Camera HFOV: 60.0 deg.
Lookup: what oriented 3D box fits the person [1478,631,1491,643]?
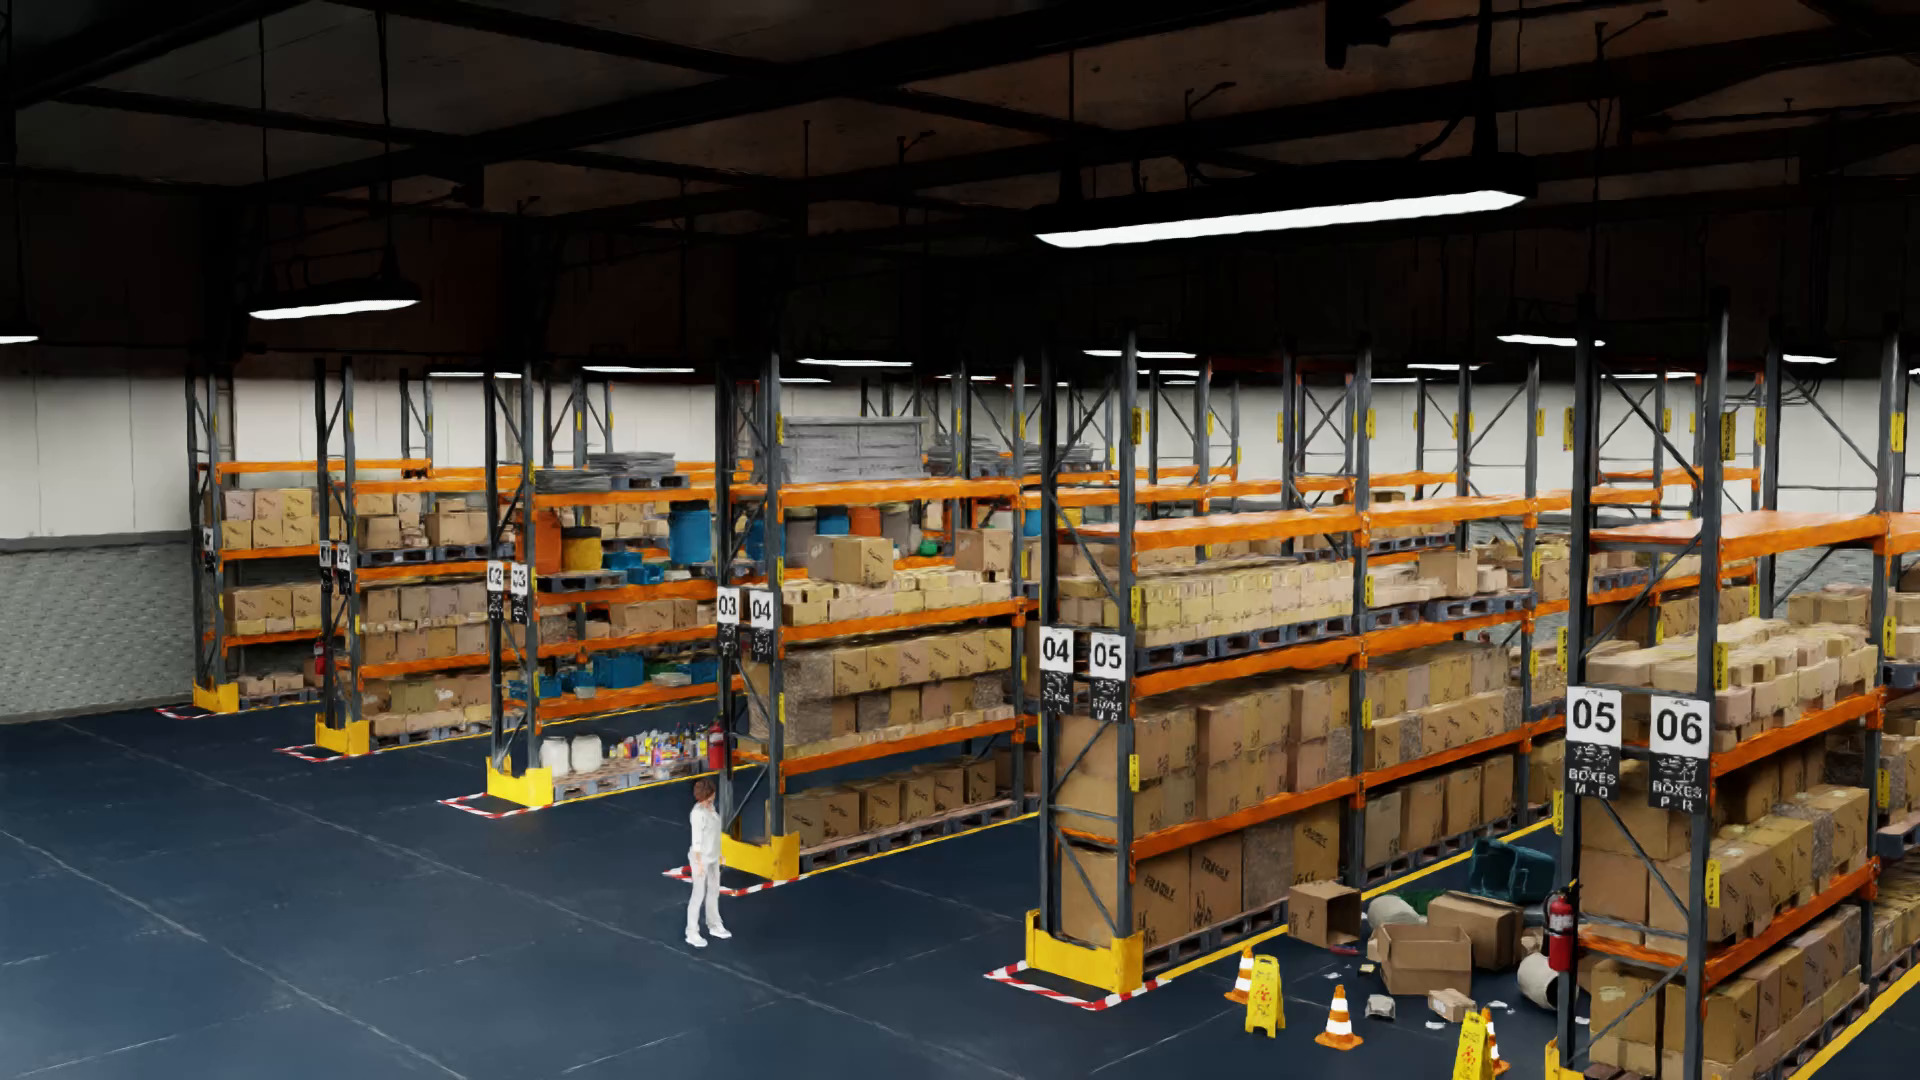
[{"bbox_3d":[8.816,2.267,27.884,0.566,1.541,0.519,4,6,41],"label":"person"}]

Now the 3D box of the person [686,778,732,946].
[{"bbox_3d":[-2.452,3.116,16.184,0.409,1.600,0.464,1,5,15],"label":"person"}]
